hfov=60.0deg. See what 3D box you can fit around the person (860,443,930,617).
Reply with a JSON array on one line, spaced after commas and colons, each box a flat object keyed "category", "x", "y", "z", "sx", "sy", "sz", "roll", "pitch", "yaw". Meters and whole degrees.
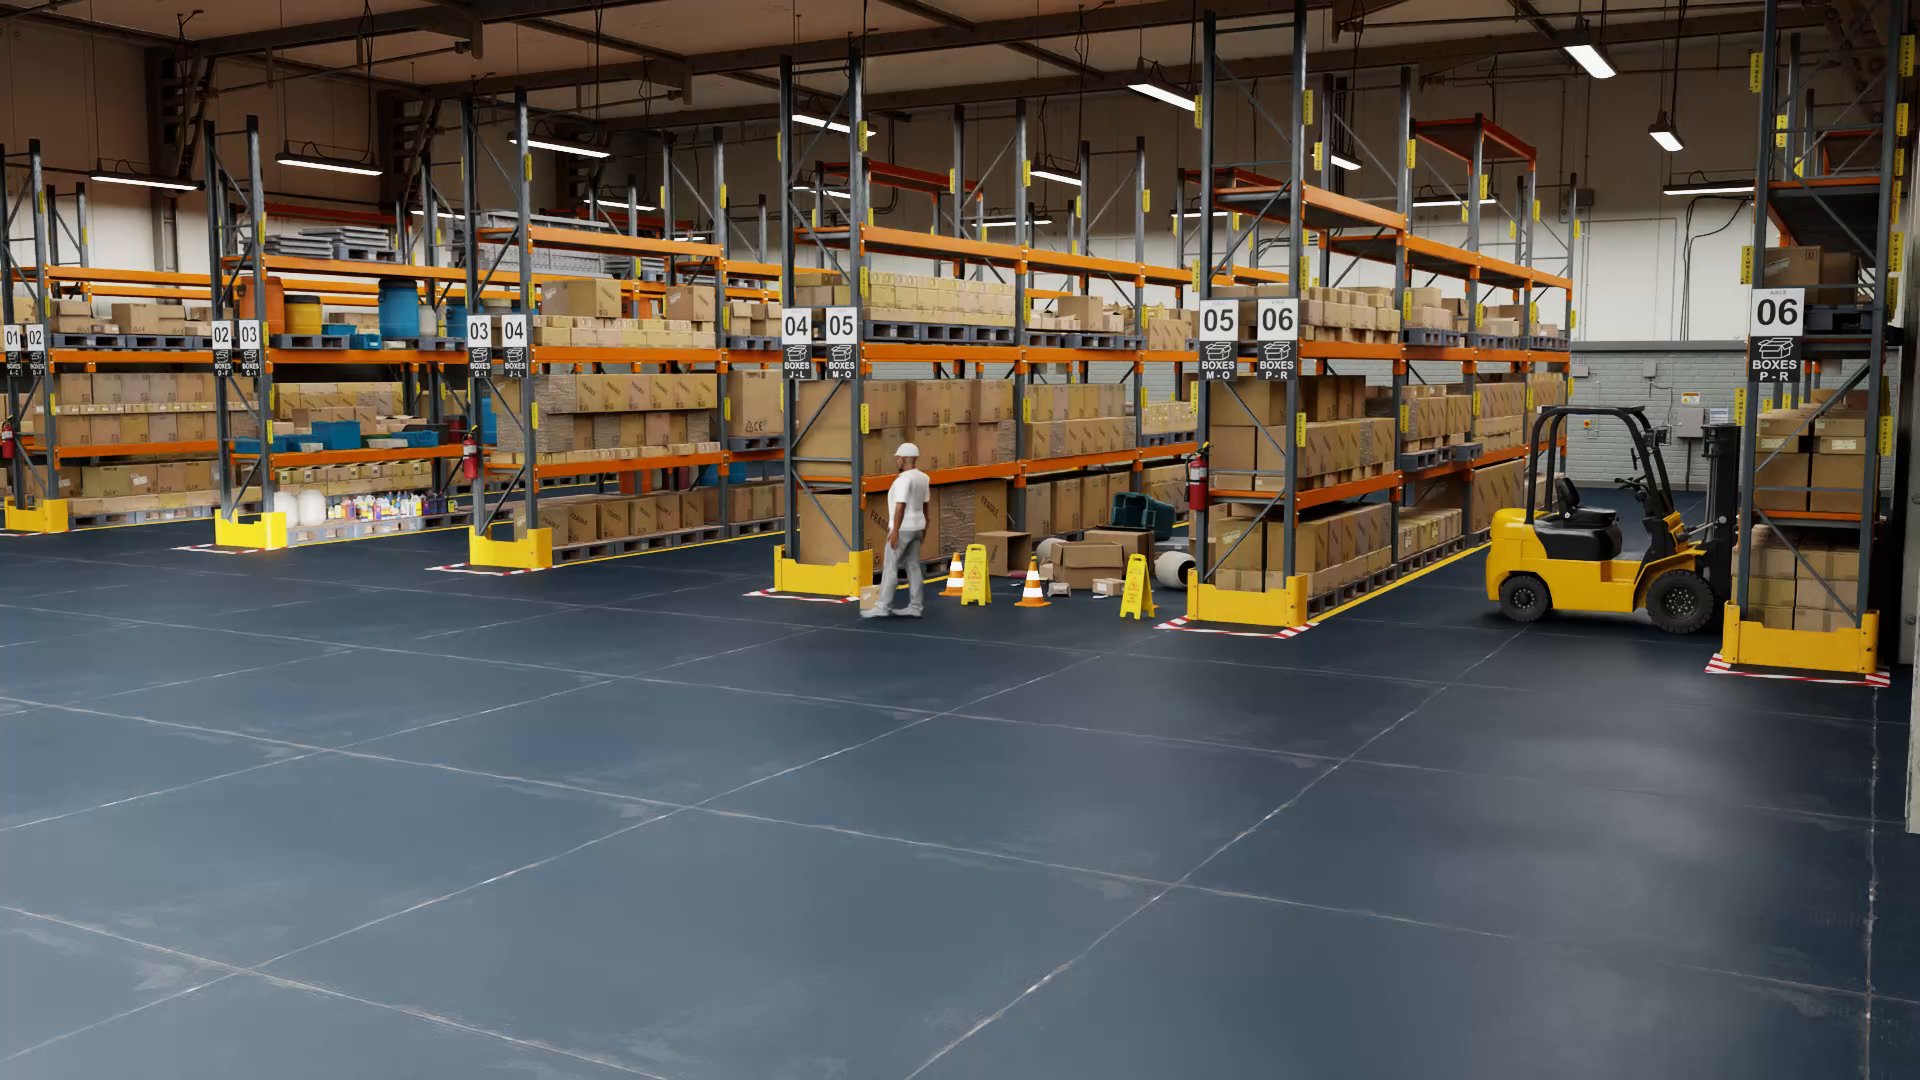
[{"category": "person", "x": -0.642, "y": -0.104, "z": 16.966, "sx": 0.585, "sy": 1.768, "sz": 0.596, "roll": 3, "pitch": 7, "yaw": 29}]
